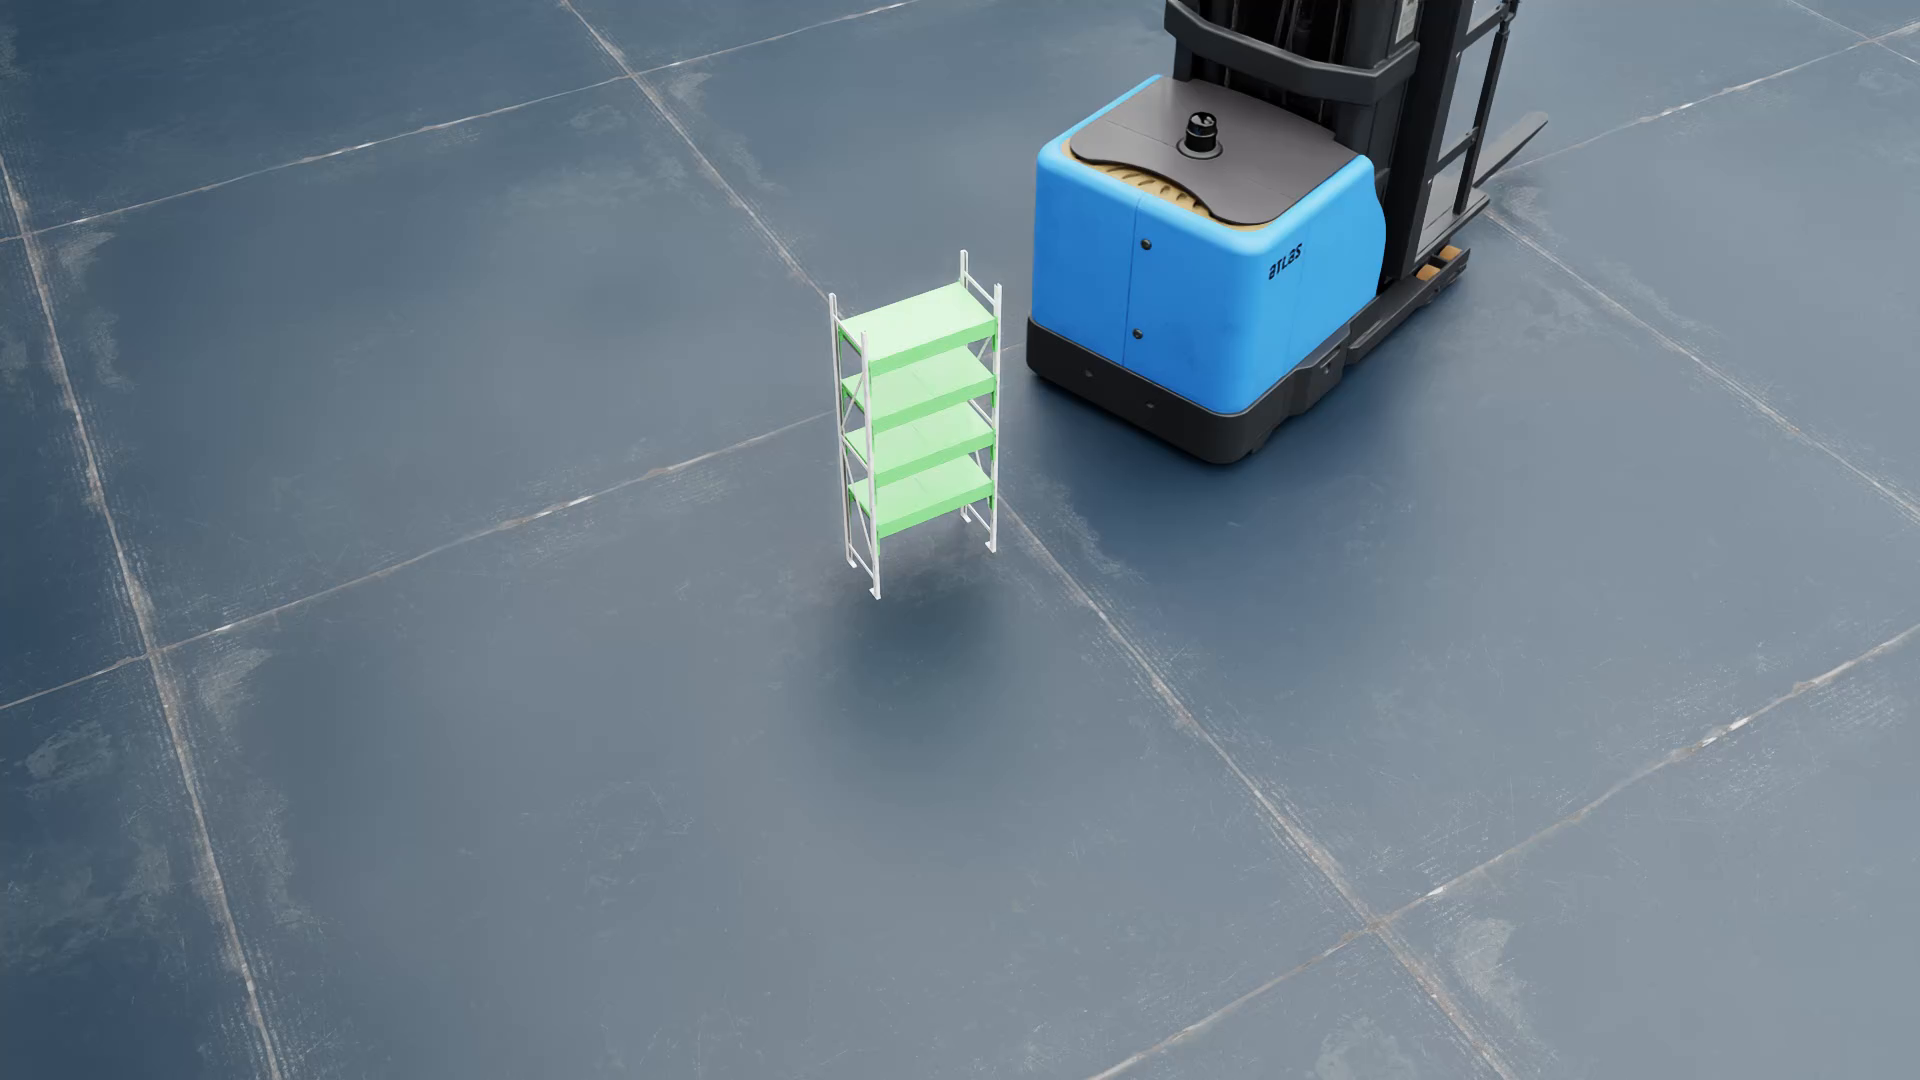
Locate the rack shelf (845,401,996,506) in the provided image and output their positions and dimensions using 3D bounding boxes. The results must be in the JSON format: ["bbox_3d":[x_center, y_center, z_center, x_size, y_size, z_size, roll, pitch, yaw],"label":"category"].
[{"bbox_3d":[-0.144,-0.327,5.817,0.480,0.148,0.258,-22,48,-21],"label":"rack shelf"}]

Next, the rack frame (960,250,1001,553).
[{"bbox_3d":[0.068,-0.458,5.860,0.015,1.200,0.240,-22,48,-21],"label":"rack frame"}]

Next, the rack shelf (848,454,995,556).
[{"bbox_3d":[-0.144,-0.155,5.985,0.480,0.148,0.258,-22,48,-21],"label":"rack shelf"}]

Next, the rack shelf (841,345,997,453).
[{"bbox_3d":[-0.144,-0.500,5.650,0.480,0.148,0.258,-22,48,-21],"label":"rack shelf"}]

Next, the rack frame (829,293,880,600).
[{"bbox_3d":[-0.355,-0.288,5.686,0.015,1.200,0.240,-22,48,-21],"label":"rack frame"}]

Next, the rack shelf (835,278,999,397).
[{"bbox_3d":[-0.144,-0.672,5.483,0.480,0.148,0.258,-22,48,-21],"label":"rack shelf"}]

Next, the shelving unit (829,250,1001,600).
[{"bbox_3d":[-0.144,-0.373,5.773,0.503,1.200,0.258,-22,48,-21],"label":"shelving unit"}]

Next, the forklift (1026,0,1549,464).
[{"bbox_3d":[1.614,-2.302,6.517,1.130,2.935,3.031,31,52,28],"label":"forklift"}]
